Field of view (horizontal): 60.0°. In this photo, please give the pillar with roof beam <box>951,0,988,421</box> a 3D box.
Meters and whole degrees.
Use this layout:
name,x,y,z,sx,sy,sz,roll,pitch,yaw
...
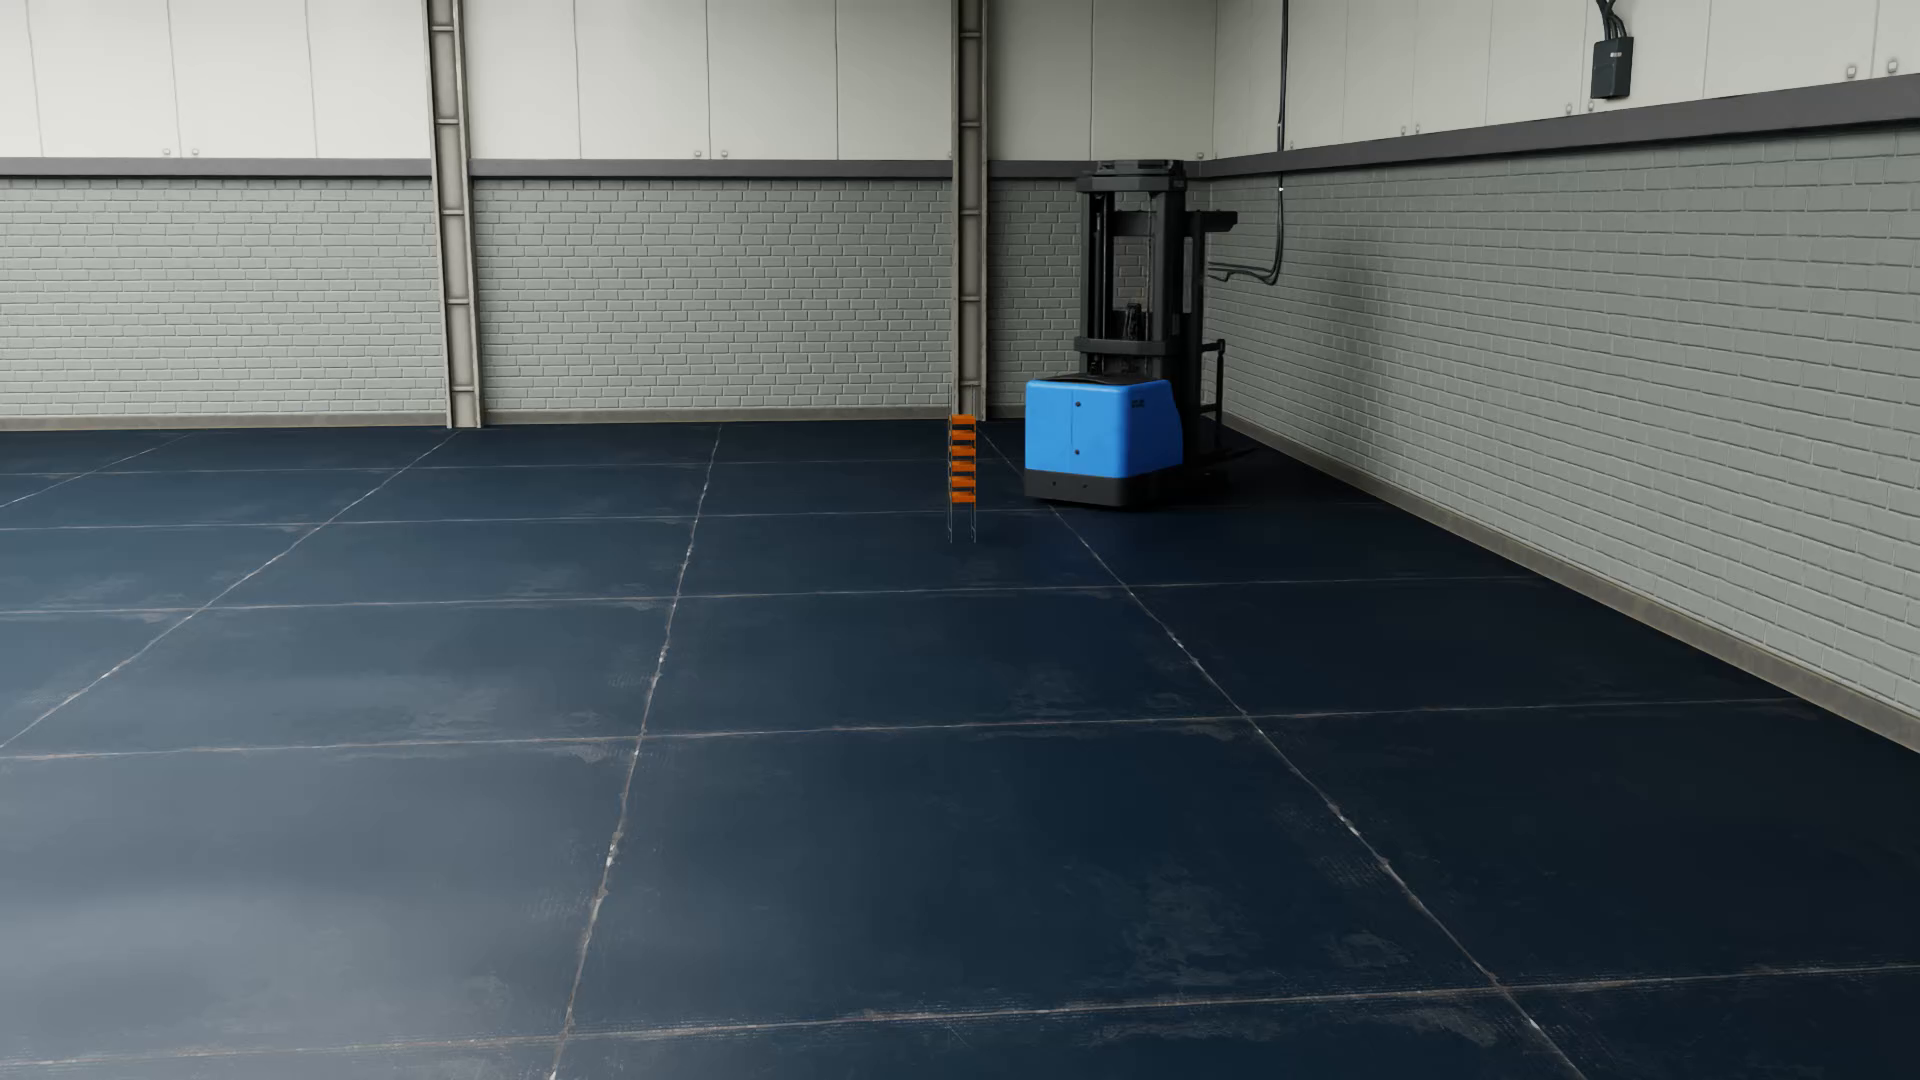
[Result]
name,x,y,z,sx,sy,sz,roll,pitch,yaw
pillar with roof beam,0.573,-5.065,15.303,0.400,9.000,9.100,-1,11,-6

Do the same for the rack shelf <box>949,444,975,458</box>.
name,x,y,z,sx,sy,sz,roll,pitch,yaw
rack shelf,0.014,-0.663,12.739,0.180,0.103,0.258,-1,11,-6

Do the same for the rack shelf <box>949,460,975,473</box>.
name,x,y,z,sx,sy,sz,roll,pitch,yaw
rack shelf,0.014,-0.545,12.762,0.180,0.103,0.258,-1,11,-6

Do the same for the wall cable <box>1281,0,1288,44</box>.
name,x,y,z,sx,sy,sz,roll,pitch,yaw
wall cable,3.472,-6.134,15.698,0.112,2.526,3.097,-1,11,-6

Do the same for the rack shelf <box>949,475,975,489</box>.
name,x,y,z,sx,sy,sz,roll,pitch,yaw
rack shelf,0.014,-0.428,12.786,0.180,0.103,0.258,-1,11,-6

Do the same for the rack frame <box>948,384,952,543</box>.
name,x,y,z,sx,sy,sz,roll,pitch,yaw
rack frame,-0.077,-0.587,12.744,0.006,1.200,0.240,-1,11,-6

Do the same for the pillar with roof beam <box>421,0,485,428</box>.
name,x,y,z,sx,sy,sz,roll,pitch,yaw
pillar with roof beam,-5.392,-4.940,14.667,0.400,9.000,9.100,-1,11,-6

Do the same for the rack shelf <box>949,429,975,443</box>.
name,x,y,z,sx,sy,sz,roll,pitch,yaw
rack shelf,0.014,-0.781,12.716,0.180,0.103,0.258,-1,11,-6

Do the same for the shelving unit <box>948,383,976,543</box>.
name,x,y,z,sx,sy,sz,roll,pitch,yaw
shelving unit,0.014,-0.589,12.754,0.189,1.200,0.258,-1,11,-6

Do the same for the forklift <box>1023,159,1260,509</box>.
name,x,y,z,sx,sy,sz,roll,pitch,yaw
forklift,1.809,-1.935,15.112,1.130,2.935,3.031,8,14,34

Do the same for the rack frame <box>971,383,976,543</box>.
name,x,y,z,sx,sy,sz,roll,pitch,yaw
rack frame,0.105,-0.591,12.764,0.006,1.200,0.240,-1,11,-6

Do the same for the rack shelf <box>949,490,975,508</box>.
name,x,y,z,sx,sy,sz,roll,pitch,yaw
rack shelf,0.014,-0.310,12.809,0.180,0.103,0.258,-1,11,-6

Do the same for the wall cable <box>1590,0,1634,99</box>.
name,x,y,z,sx,sy,sz,roll,pitch,yaw
wall cable,4.189,-5.546,8.934,0.169,6.003,2.305,-1,11,-6

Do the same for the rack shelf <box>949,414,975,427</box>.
name,x,y,z,sx,sy,sz,roll,pitch,yaw
rack shelf,0.014,-0.899,12.693,0.180,0.103,0.258,-1,11,-6

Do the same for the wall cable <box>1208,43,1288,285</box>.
name,x,y,z,sx,sy,sz,roll,pitch,yaw
wall cable,3.180,-4.175,18.824,0.112,2.526,3.097,-1,11,-6
